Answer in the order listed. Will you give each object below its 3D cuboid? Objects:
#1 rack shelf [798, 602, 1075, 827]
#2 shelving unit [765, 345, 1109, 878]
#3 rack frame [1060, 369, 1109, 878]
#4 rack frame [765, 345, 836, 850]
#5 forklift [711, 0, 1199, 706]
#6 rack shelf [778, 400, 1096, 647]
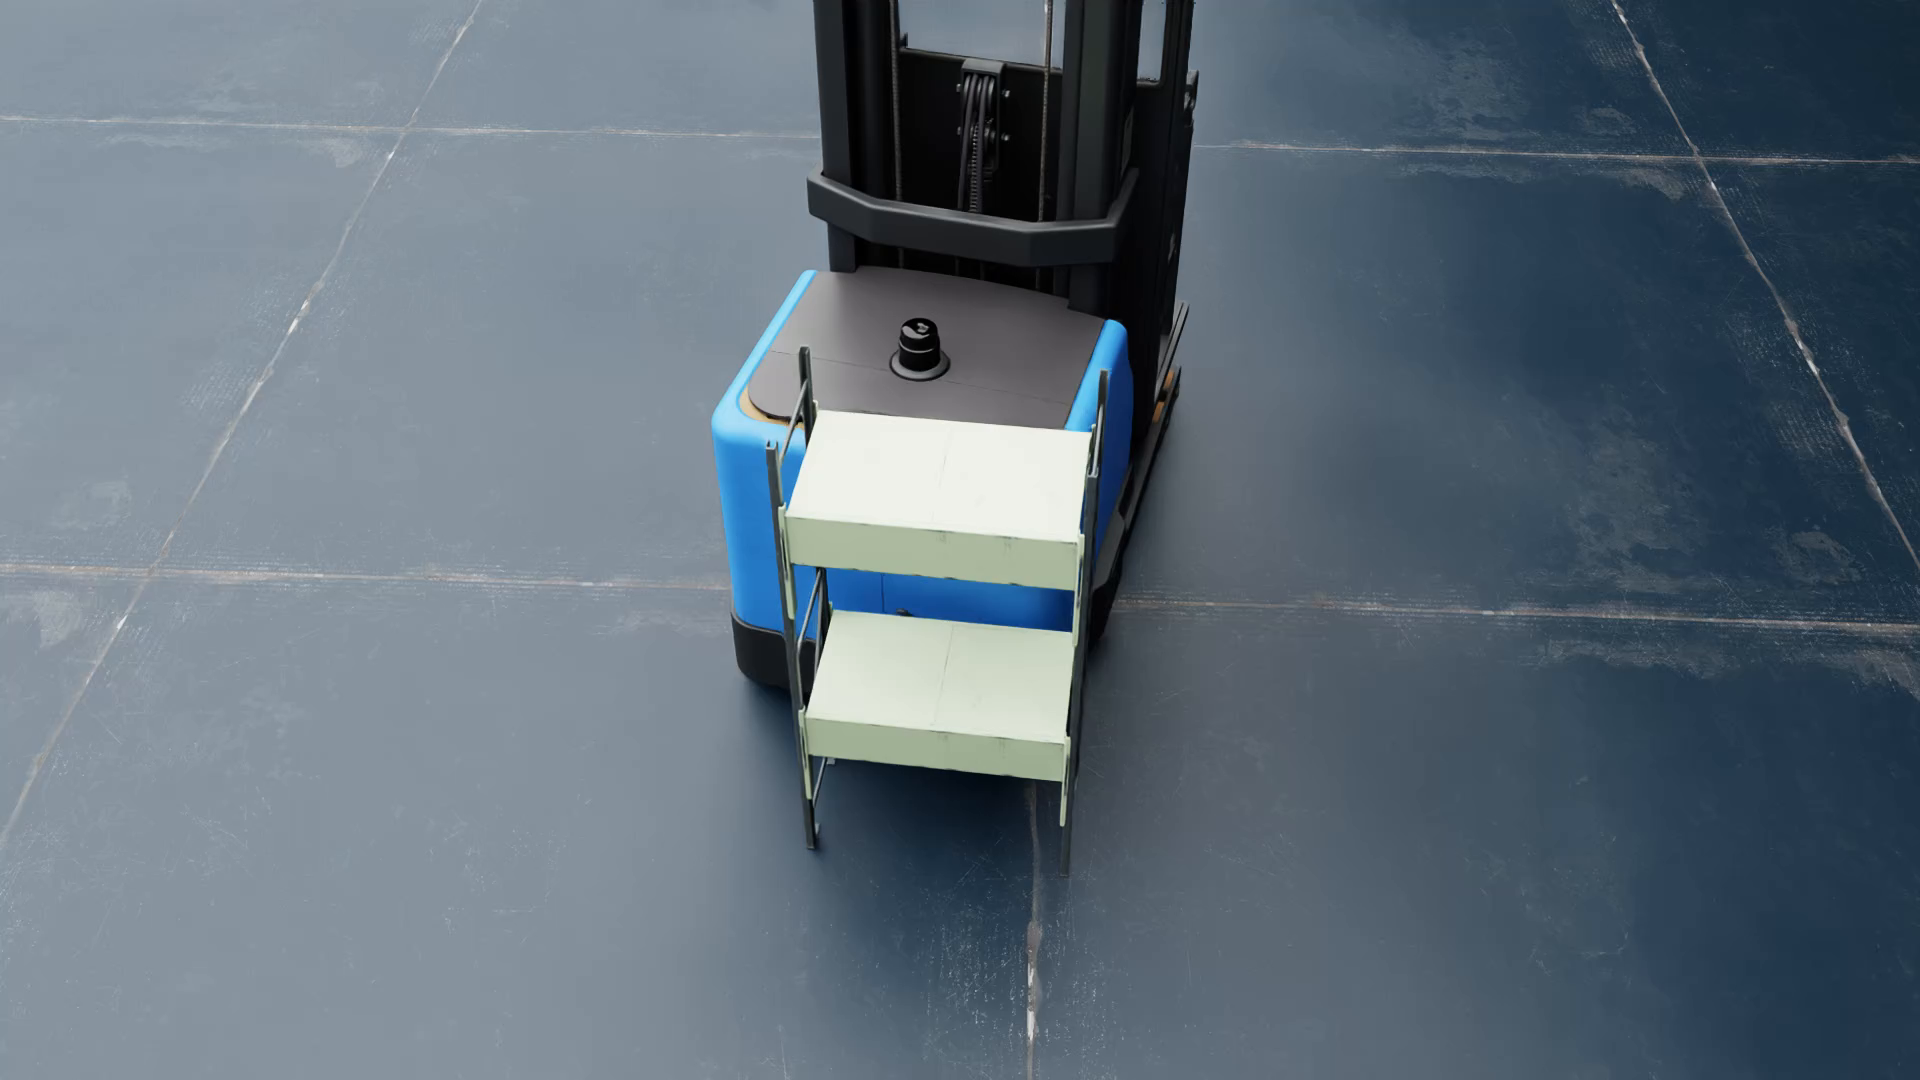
[{"bbox_3d":[-0.042,0.479,4.614,0.720,0.370,0.431,5,43,6],"label":"rack shelf"},{"bbox_3d":[-0.042,0.241,4.391,0.755,1.500,0.431,5,43,6],"label":"shelving unit"},{"bbox_3d":[0.321,0.274,4.356,0.023,1.500,0.400,5,43,6],"label":"rack frame"},{"bbox_3d":[-0.405,0.207,4.427,0.023,1.500,0.400,5,43,6],"label":"rack frame"},{"bbox_3d":[0.200,-1.489,5.198,1.130,2.935,3.031,11,44,12],"label":"forklift"},{"bbox_3d":[-0.042,-0.045,4.125,0.720,0.370,0.431,5,43,6],"label":"rack shelf"}]
